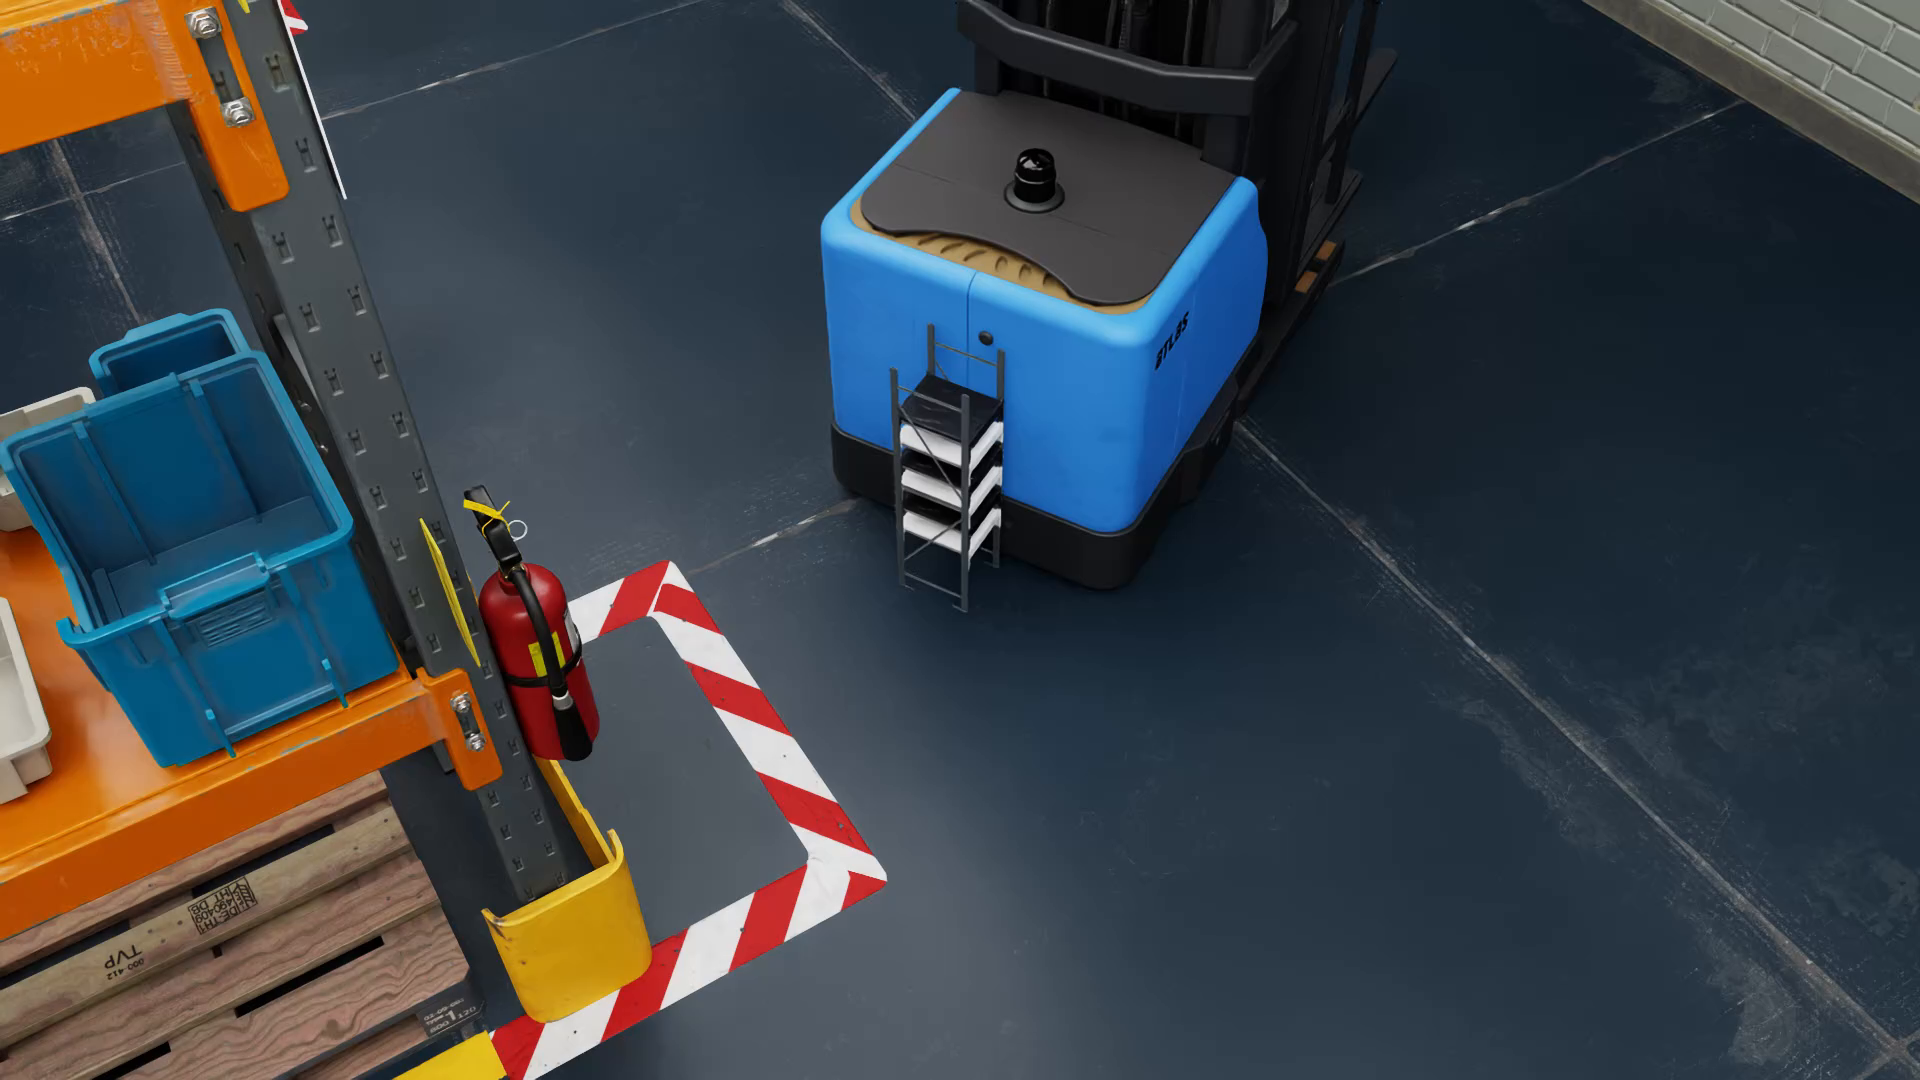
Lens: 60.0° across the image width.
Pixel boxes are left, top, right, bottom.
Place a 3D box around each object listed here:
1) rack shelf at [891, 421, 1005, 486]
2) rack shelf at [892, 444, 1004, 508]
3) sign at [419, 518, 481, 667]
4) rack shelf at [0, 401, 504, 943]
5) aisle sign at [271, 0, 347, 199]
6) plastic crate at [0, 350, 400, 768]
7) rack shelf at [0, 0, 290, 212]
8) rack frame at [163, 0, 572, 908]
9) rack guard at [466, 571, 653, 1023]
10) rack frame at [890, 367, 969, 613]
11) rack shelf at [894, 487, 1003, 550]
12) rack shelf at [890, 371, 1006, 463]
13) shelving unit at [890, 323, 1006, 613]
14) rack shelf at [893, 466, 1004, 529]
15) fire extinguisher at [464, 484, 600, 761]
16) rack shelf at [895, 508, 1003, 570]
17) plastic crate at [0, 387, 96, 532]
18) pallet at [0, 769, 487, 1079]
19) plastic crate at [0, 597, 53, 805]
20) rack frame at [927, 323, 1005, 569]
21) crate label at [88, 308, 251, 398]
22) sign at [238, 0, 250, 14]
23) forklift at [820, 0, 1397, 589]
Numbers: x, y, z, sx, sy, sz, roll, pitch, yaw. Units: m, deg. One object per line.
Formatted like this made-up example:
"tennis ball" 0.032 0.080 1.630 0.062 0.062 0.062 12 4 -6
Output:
"rack shelf" -0.033 -0.285 4.705 0.258 0.077 0.200 22 52 19
"rack shelf" -0.033 -0.225 4.772 0.258 0.077 0.200 22 52 19
"sign" -0.932 0.100 3.043 0.005 0.325 0.100 -25 53 -21
"rack shelf" -2.930 0.850 2.967 4.000 0.370 1.077 -25 53 -21
"aisle sign" -1.022 -0.895 2.298 0.004 0.787 0.394 -25 53 -21
"plastic crate" -1.422 0.033 3.148 0.499 0.435 0.616 -25 53 -21
"rack shelf" -2.930 -0.148 1.846 4.000 0.370 1.077 -25 53 -21
"rack frame" -1.239 -0.187 3.408 0.127 3.000 1.000 -25 53 -21
"rack guard" -1.225 0.627 4.357 0.348 0.500 1.175 -25 53 -21
"rack frame" -0.082 -0.121 4.755 0.240 0.900 0.006 22 52 19
"rack shelf" -0.033 -0.105 4.906 0.258 0.077 0.200 22 52 19
"rack shelf" -0.033 -0.345 4.638 0.258 0.077 0.200 22 52 19
"shelving unit" -0.033 -0.187 4.814 0.258 0.900 0.210 22 52 19
"rack shelf" -0.033 -0.165 4.839 0.258 0.077 0.200 22 52 19
"fire extinguisher" -0.869 0.190 3.374 0.183 0.674 0.296 -25 53 -21
"rack shelf" -0.033 -0.045 4.974 0.258 0.077 0.200 22 52 19
"plastic crate" -1.939 -0.153 3.514 0.298 0.136 0.250 -25 53 -21
"pallet" -1.957 1.045 4.178 1.213 0.211 1.003 -25 53 -21
"plastic crate" -1.832 0.320 3.092 0.243 0.136 0.396 -25 53 -21
"rack frame" 0.016 -0.254 4.874 0.240 0.900 0.006 22 52 19
"crate label" -1.623 -0.260 3.545 0.303 0.233 0.416 -25 53 -21
"sign" -0.932 -0.808 2.023 0.005 0.325 0.100 -25 53 -21
"forklift" 0.743 -1.930 5.006 1.130 2.935 3.031 22 52 19
